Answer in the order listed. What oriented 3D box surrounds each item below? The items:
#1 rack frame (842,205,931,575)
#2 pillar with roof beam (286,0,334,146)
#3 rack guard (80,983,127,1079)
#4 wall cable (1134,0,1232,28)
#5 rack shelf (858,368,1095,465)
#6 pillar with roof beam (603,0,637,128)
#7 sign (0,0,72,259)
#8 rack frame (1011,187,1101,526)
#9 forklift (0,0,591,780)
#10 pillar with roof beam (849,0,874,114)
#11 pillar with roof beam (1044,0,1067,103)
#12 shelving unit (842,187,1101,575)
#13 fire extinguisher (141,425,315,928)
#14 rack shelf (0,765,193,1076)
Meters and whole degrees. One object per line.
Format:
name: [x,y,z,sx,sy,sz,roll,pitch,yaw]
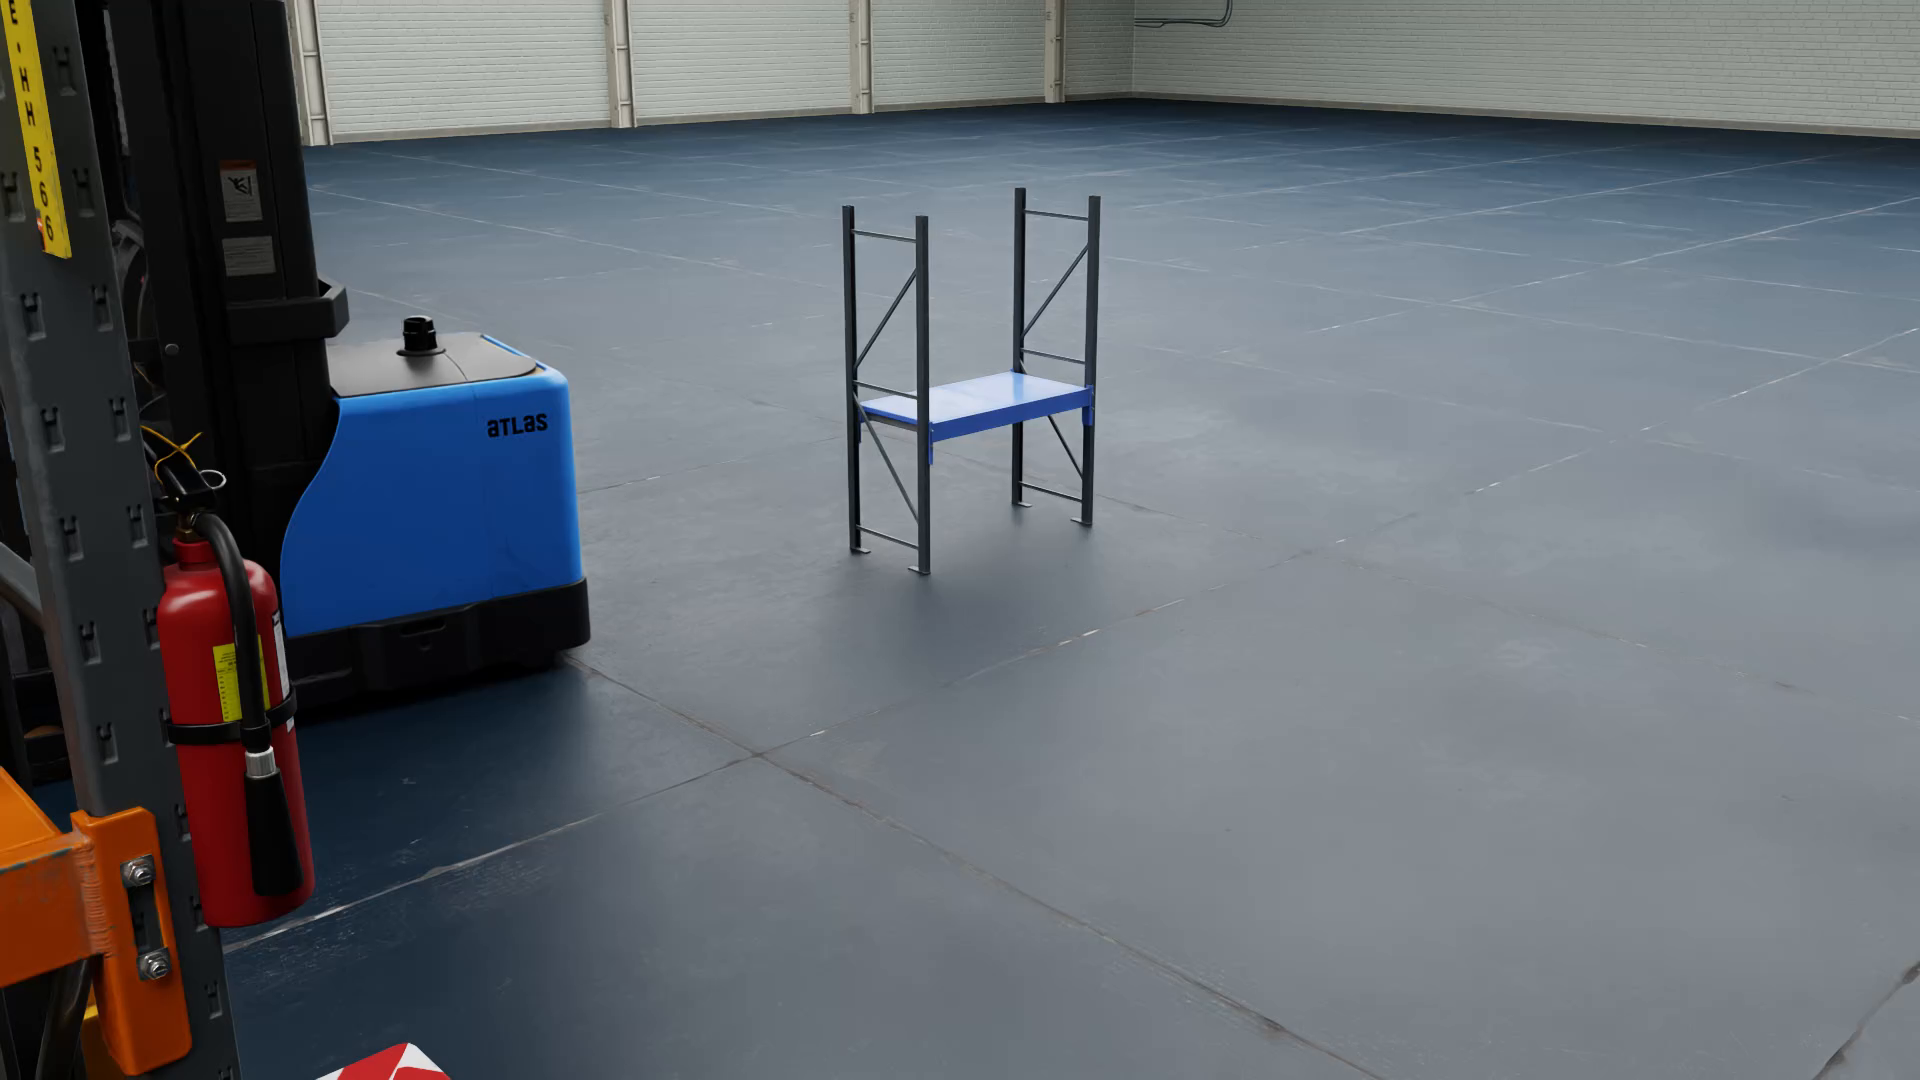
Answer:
rack frame: [-0.307,-0.624,6.977,0.032,1.500,0.500,-16,24,-41]
pillar with roof beam: [-7.860,-9.979,23.671,0.400,9.000,9.100,-16,24,-41]
rack guard: [-1.370,1.245,2.835,0.348,0.500,1.175,-16,24,-41]
wall cable: [5.310,-13.608,39.901,0.112,2.526,3.097,-16,24,-41]
rack shelf: [0.062,-0.560,7.365,1.000,0.185,0.538,-16,24,-41]
pillar with roof beam: [-3.501,-11.250,27.593,0.400,9.000,9.100,-16,24,-41]
sign: [-1.025,-0.478,1.835,0.005,0.325,0.100,-16,24,-41]
rack frame: [0.431,-0.839,7.641,0.032,1.500,0.500,-16,24,-41]
forklift: [-2.877,-0.832,5.299,3.031,2.935,1.130,-11,21,-31]
pillar with roof beam: [0.859,-12.521,31.514,0.400,9.000,9.100,-16,24,-41]
pillar with roof beam: [5.219,-13.793,35.435,0.400,9.000,9.100,-16,24,-41]
shelving unit: [0.062,-0.732,7.309,1.048,1.500,0.538,-16,24,-41]
fire extinguisher: [-0.982,0.177,2.202,0.183,0.674,0.296,-16,24,-41]
rack shelf: [-2.840,0.827,1.238,4.000,0.370,1.077,-16,24,-41]
